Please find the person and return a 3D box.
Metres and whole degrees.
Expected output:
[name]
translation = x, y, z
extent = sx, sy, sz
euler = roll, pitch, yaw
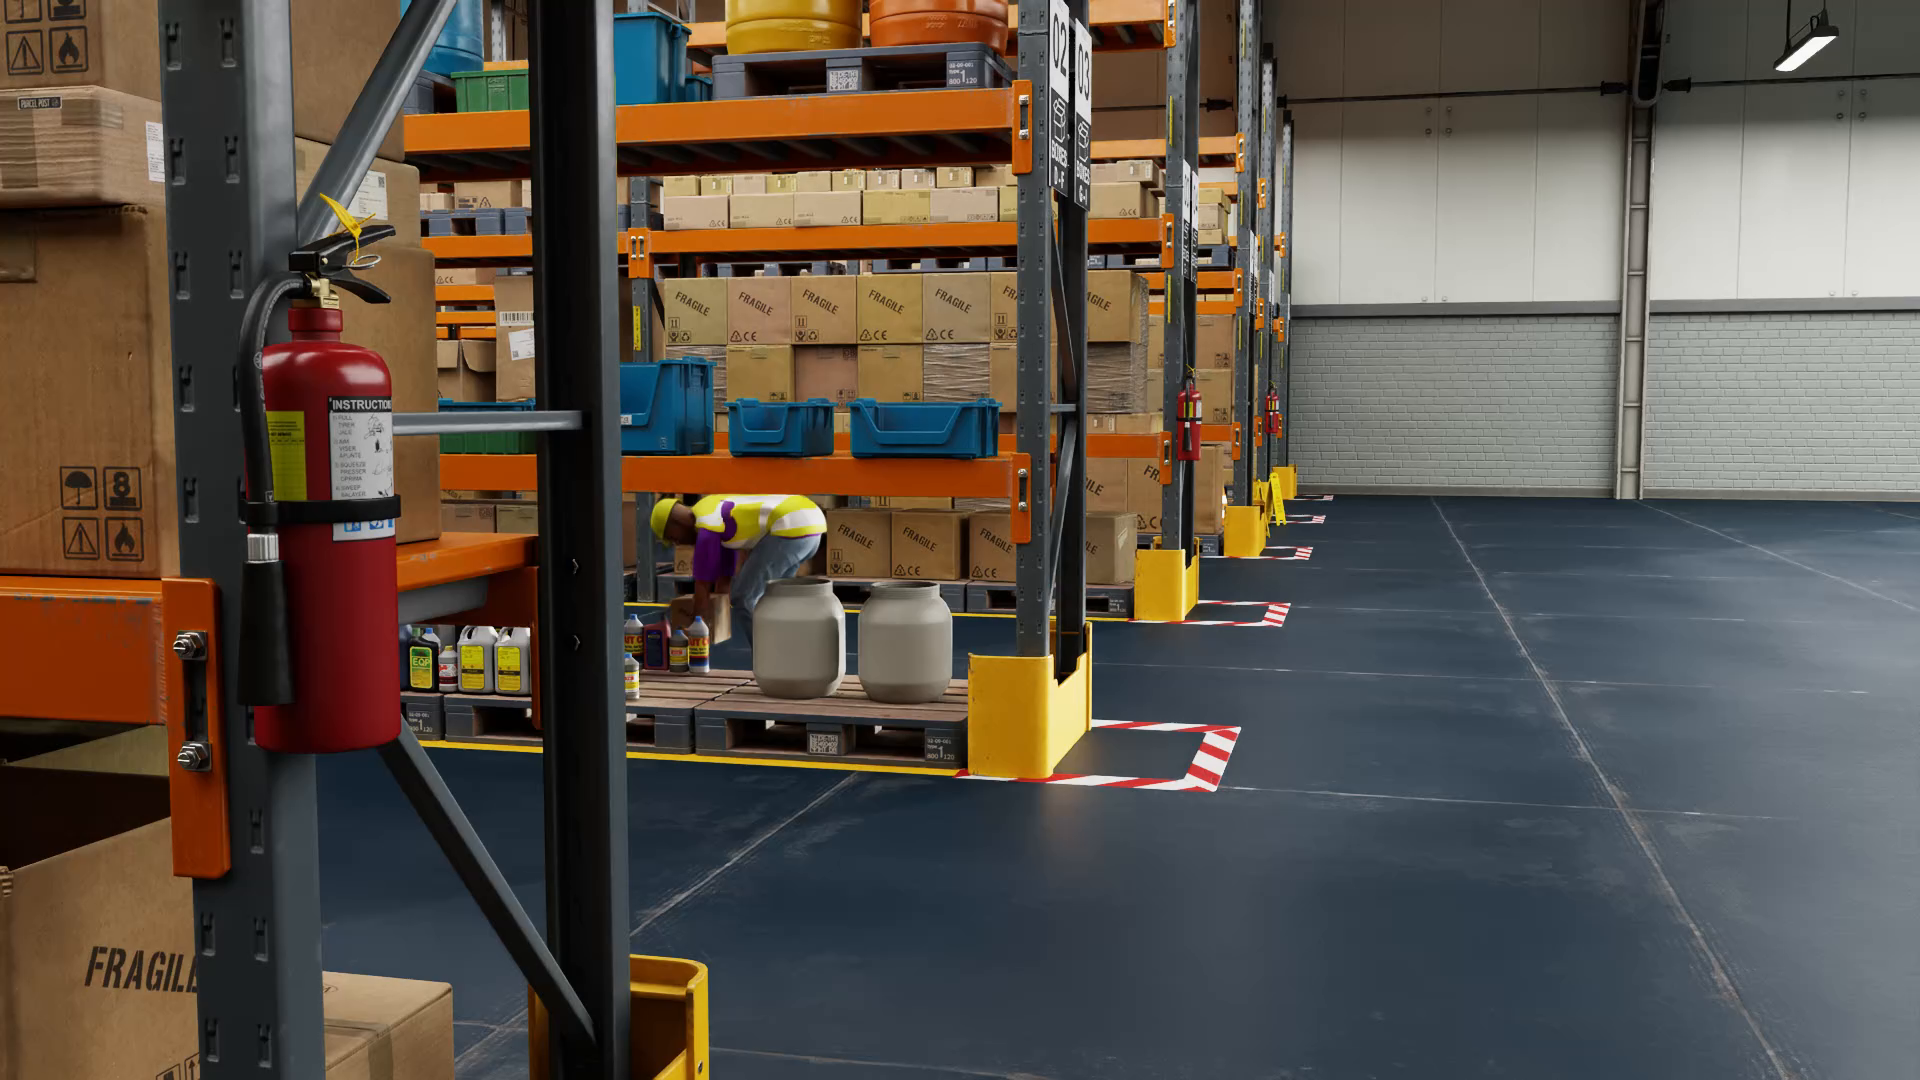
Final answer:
[person]
translation = -1.230, 0.243, 9.155
extent = 0.982, 1.065, 0.489
euler = 1, 5, 11
